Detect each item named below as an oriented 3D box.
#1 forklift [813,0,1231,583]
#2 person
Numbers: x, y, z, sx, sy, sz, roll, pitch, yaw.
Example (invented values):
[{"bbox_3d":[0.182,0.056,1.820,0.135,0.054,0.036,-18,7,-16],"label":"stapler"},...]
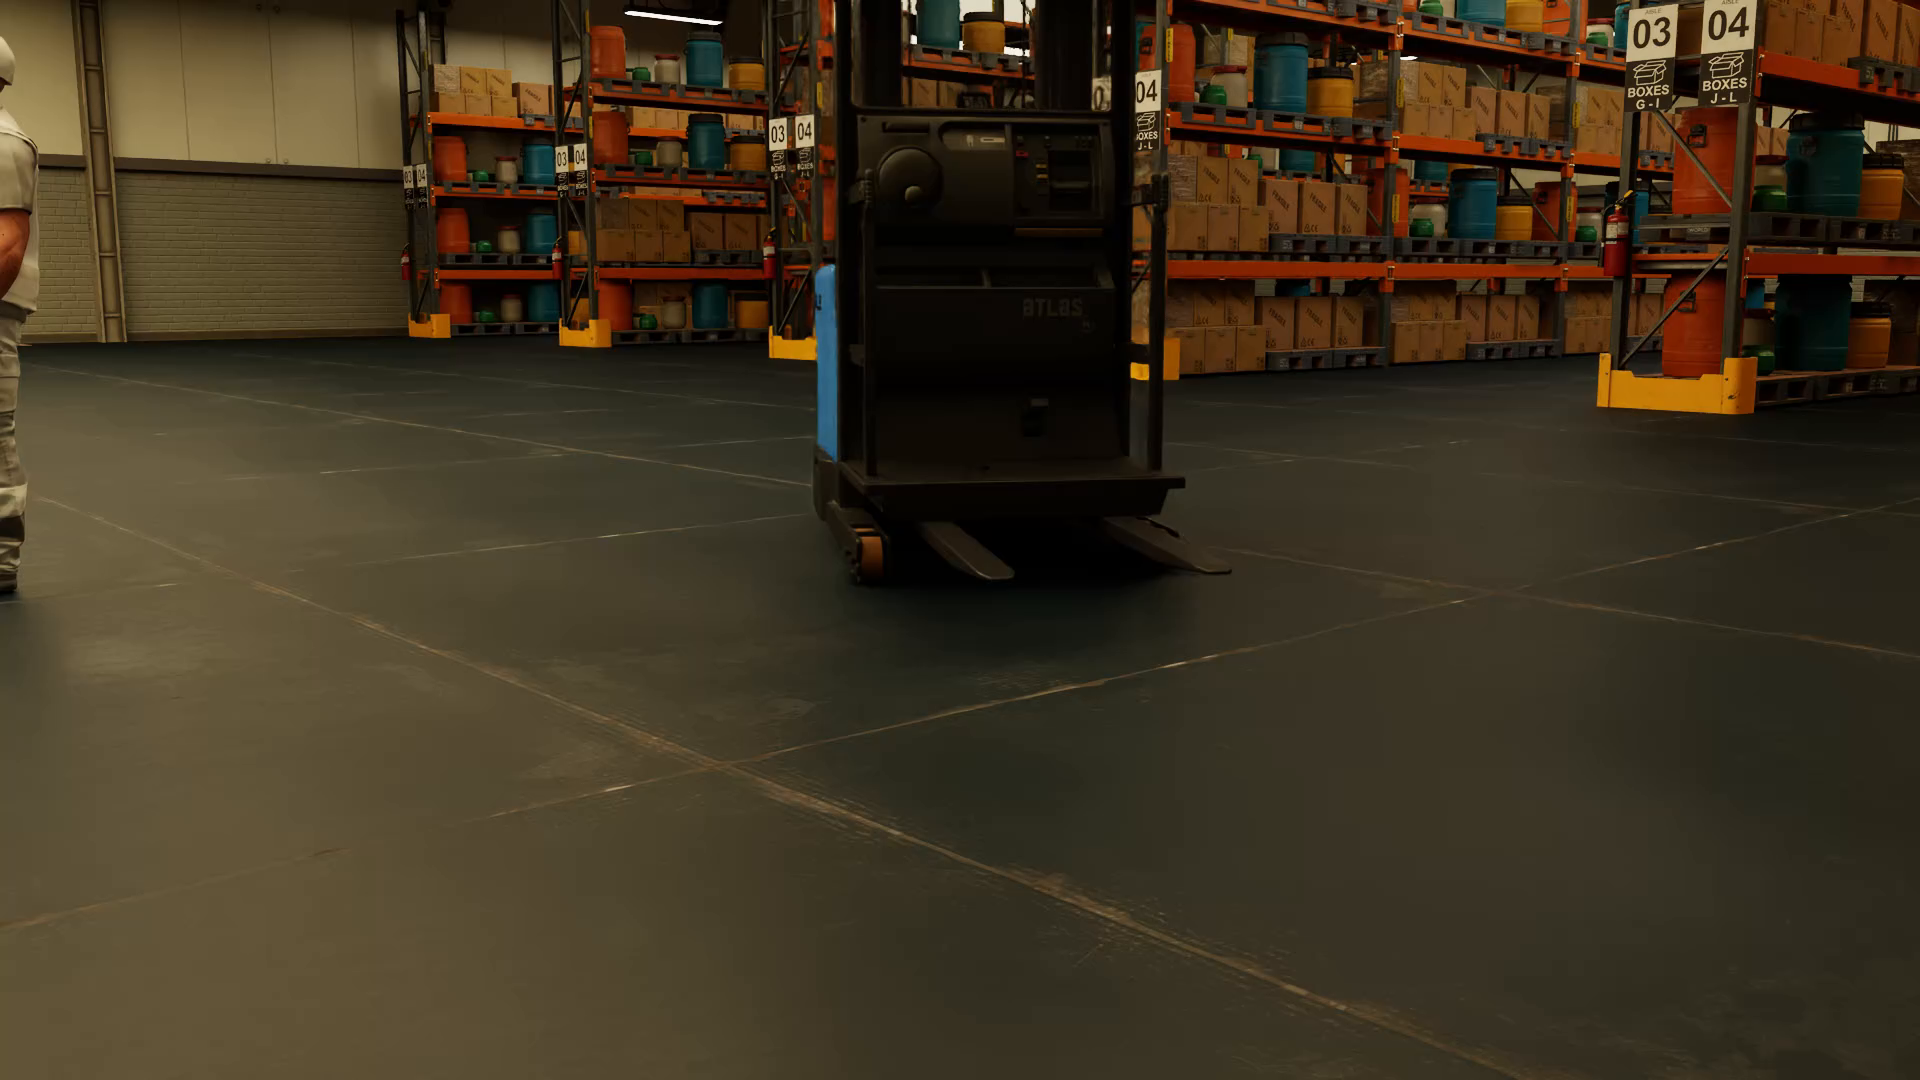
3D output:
[{"bbox_3d":[0.137,-1.361,5.749,1.130,2.935,3.031,-2,9,-10],"label":"forklift"},{"bbox_3d":[-3.204,-0.714,5.252,0.565,1.787,0.637,-8,12,-41],"label":"person"}]
